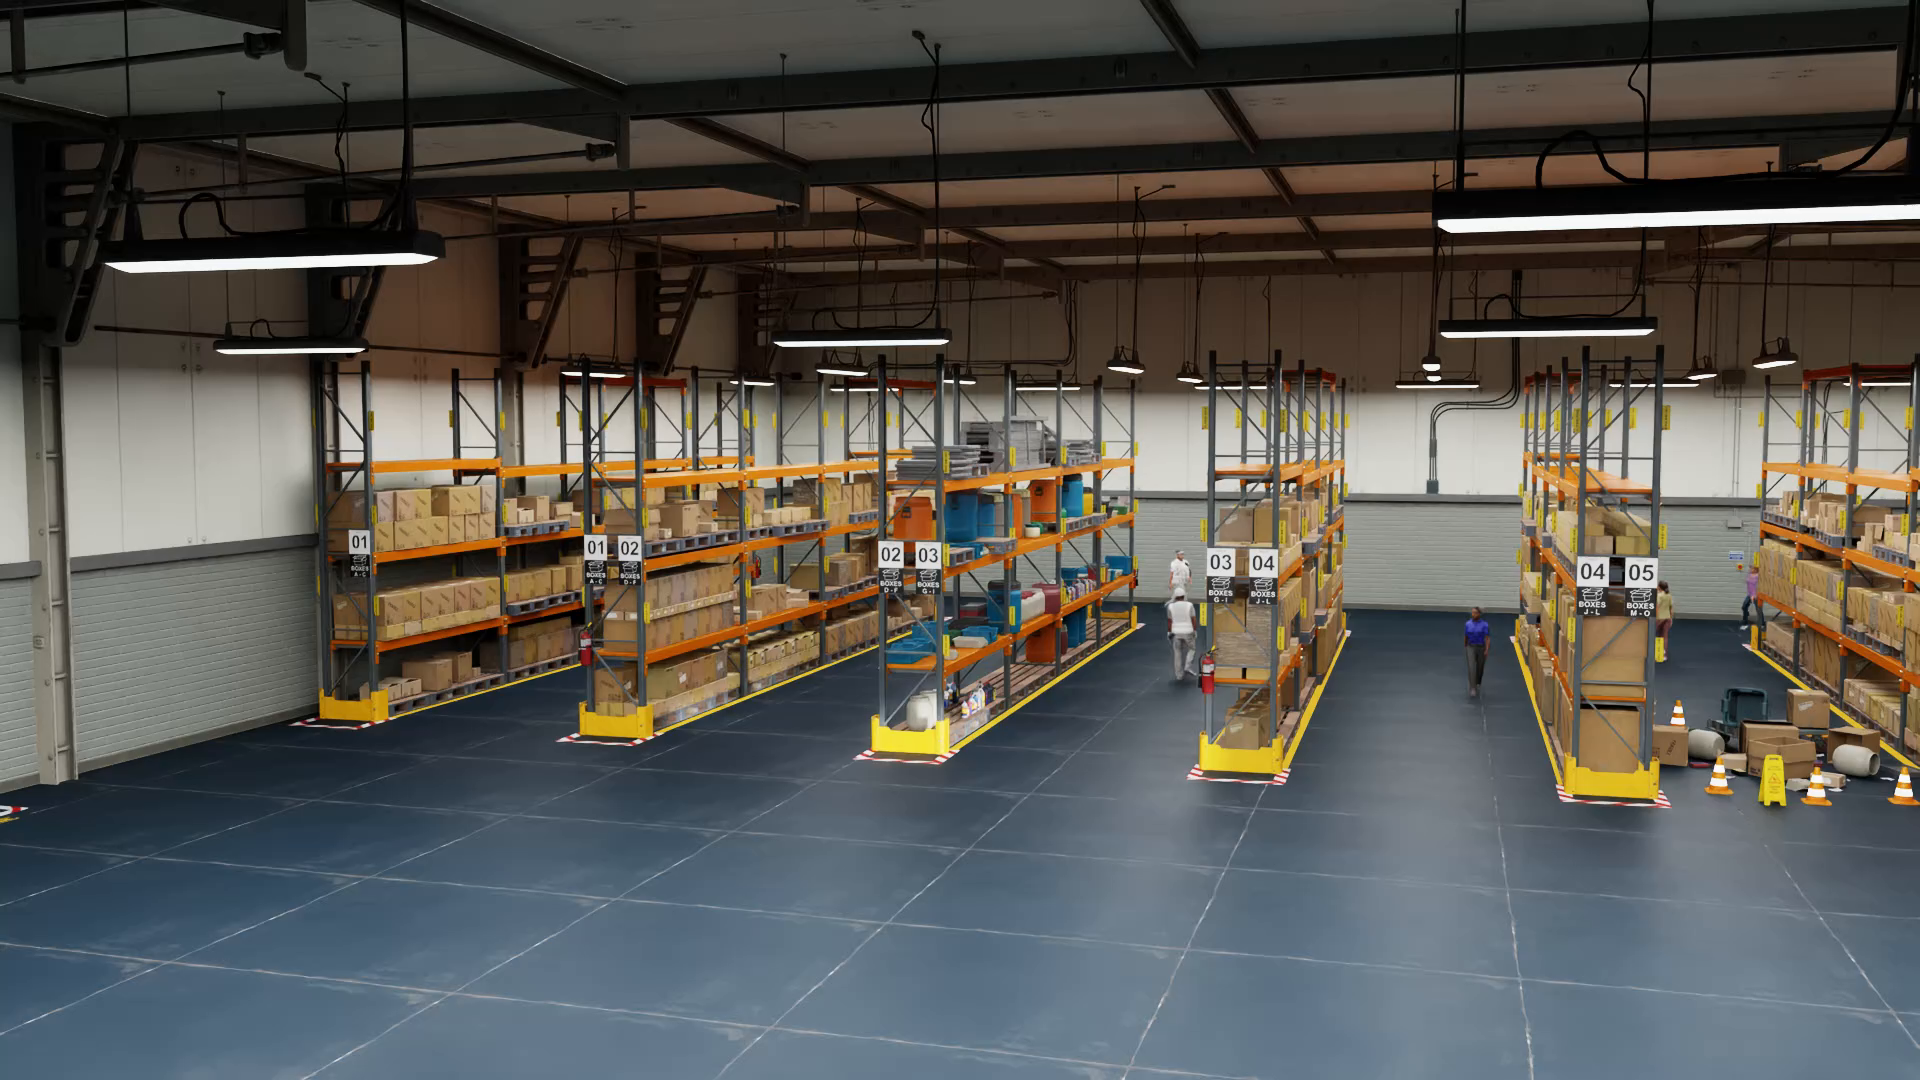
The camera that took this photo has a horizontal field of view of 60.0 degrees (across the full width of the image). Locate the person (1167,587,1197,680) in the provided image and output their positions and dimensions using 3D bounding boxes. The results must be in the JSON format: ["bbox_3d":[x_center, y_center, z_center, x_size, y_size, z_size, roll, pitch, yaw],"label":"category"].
[{"bbox_3d":[4.299,1.815,32.145,0.601,1.781,0.500,1,4,11],"label":"person"}]

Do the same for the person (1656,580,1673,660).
[{"bbox_3d":[14.692,1.685,34.766,0.497,1.670,0.465,-1,4,-19],"label":"person"}]

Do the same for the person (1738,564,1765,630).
[{"bbox_3d":[18.985,1.392,39.766,0.597,1.632,0.453,-1,4,-9],"label":"person"}]

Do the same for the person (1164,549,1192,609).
[{"bbox_3d":[5.631,1.076,42.613,0.946,1.725,0.515,3,5,37],"label":"person"}]

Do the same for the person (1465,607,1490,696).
[{"bbox_3d":[9.461,2.014,30.411,0.435,1.594,1.033,1,4,14],"label":"person"}]
